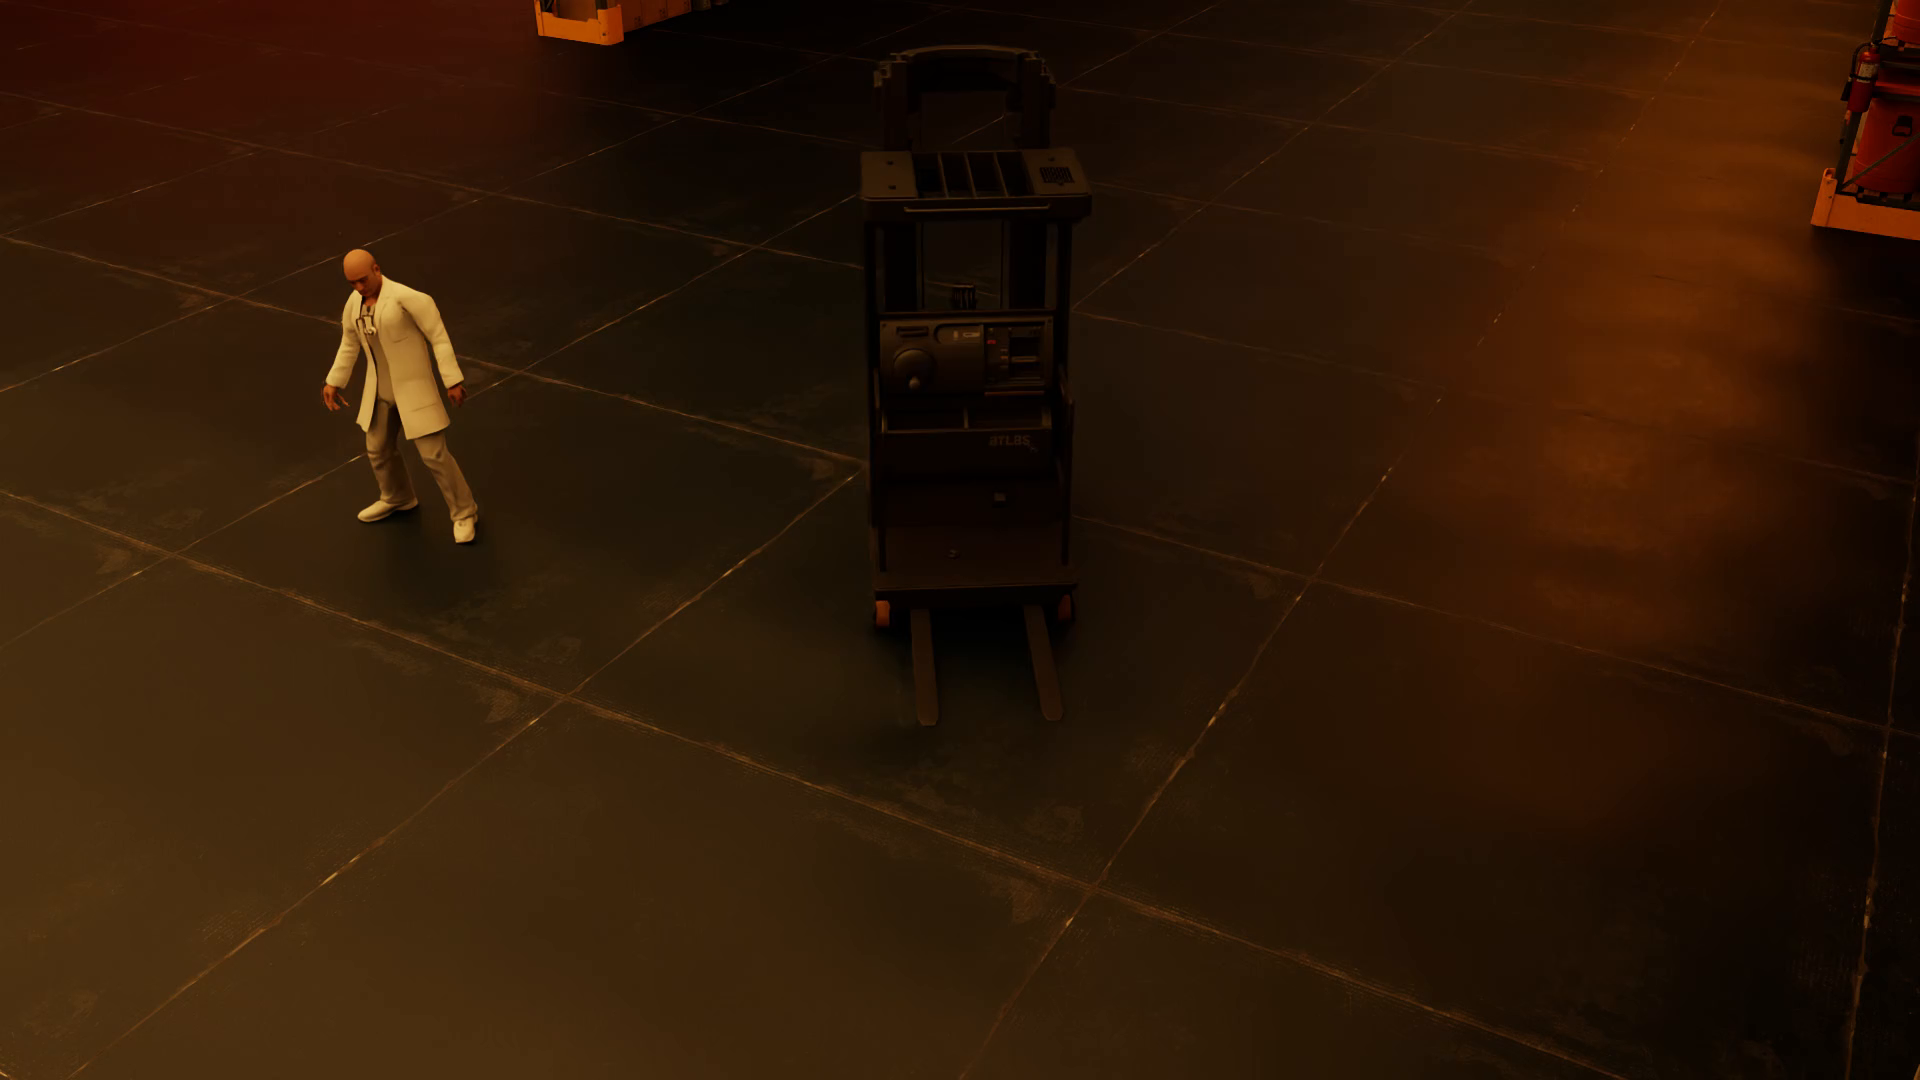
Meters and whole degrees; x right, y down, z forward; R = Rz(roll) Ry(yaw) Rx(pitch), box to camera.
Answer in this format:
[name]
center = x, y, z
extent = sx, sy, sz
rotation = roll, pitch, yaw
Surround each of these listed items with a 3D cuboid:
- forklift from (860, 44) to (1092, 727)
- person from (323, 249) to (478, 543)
[forklift]
center = 0.054, -0.947, 8.712
extent = 1.130, 2.935, 3.031
rotation = -2, 30, -3
[person]
center = -3.304, -0.868, 9.765
extent = 0.891, 1.747, 0.370
rotation = 11, 32, 19
